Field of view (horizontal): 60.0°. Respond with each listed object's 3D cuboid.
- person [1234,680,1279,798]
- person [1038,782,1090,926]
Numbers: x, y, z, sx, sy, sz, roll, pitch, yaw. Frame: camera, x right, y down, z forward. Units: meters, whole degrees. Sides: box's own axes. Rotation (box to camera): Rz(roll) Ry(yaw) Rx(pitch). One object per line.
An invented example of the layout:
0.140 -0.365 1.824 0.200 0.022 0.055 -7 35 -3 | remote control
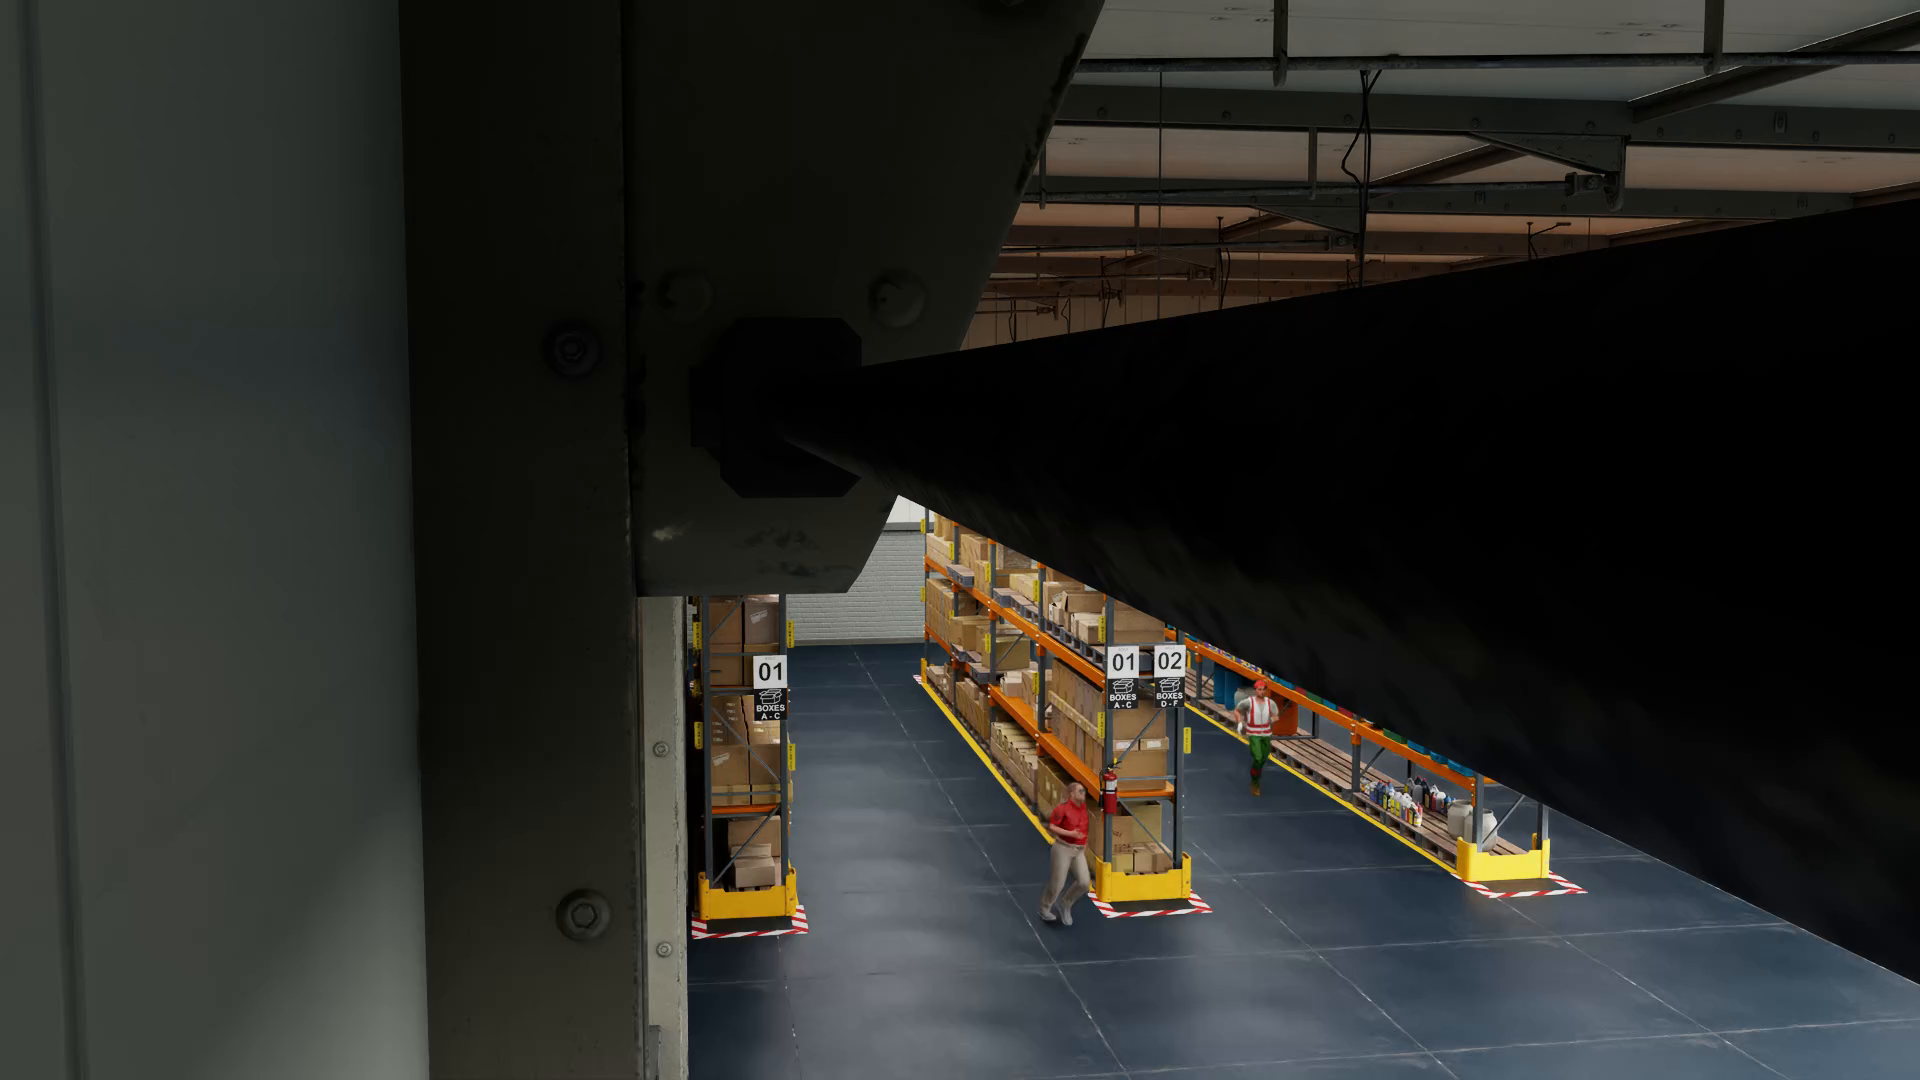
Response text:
4.720 3.127 26.273 0.642 1.838 0.763 -1 5 -13 | person
1.354 3.758 19.894 0.666 1.724 0.676 -3 6 -34 | person
